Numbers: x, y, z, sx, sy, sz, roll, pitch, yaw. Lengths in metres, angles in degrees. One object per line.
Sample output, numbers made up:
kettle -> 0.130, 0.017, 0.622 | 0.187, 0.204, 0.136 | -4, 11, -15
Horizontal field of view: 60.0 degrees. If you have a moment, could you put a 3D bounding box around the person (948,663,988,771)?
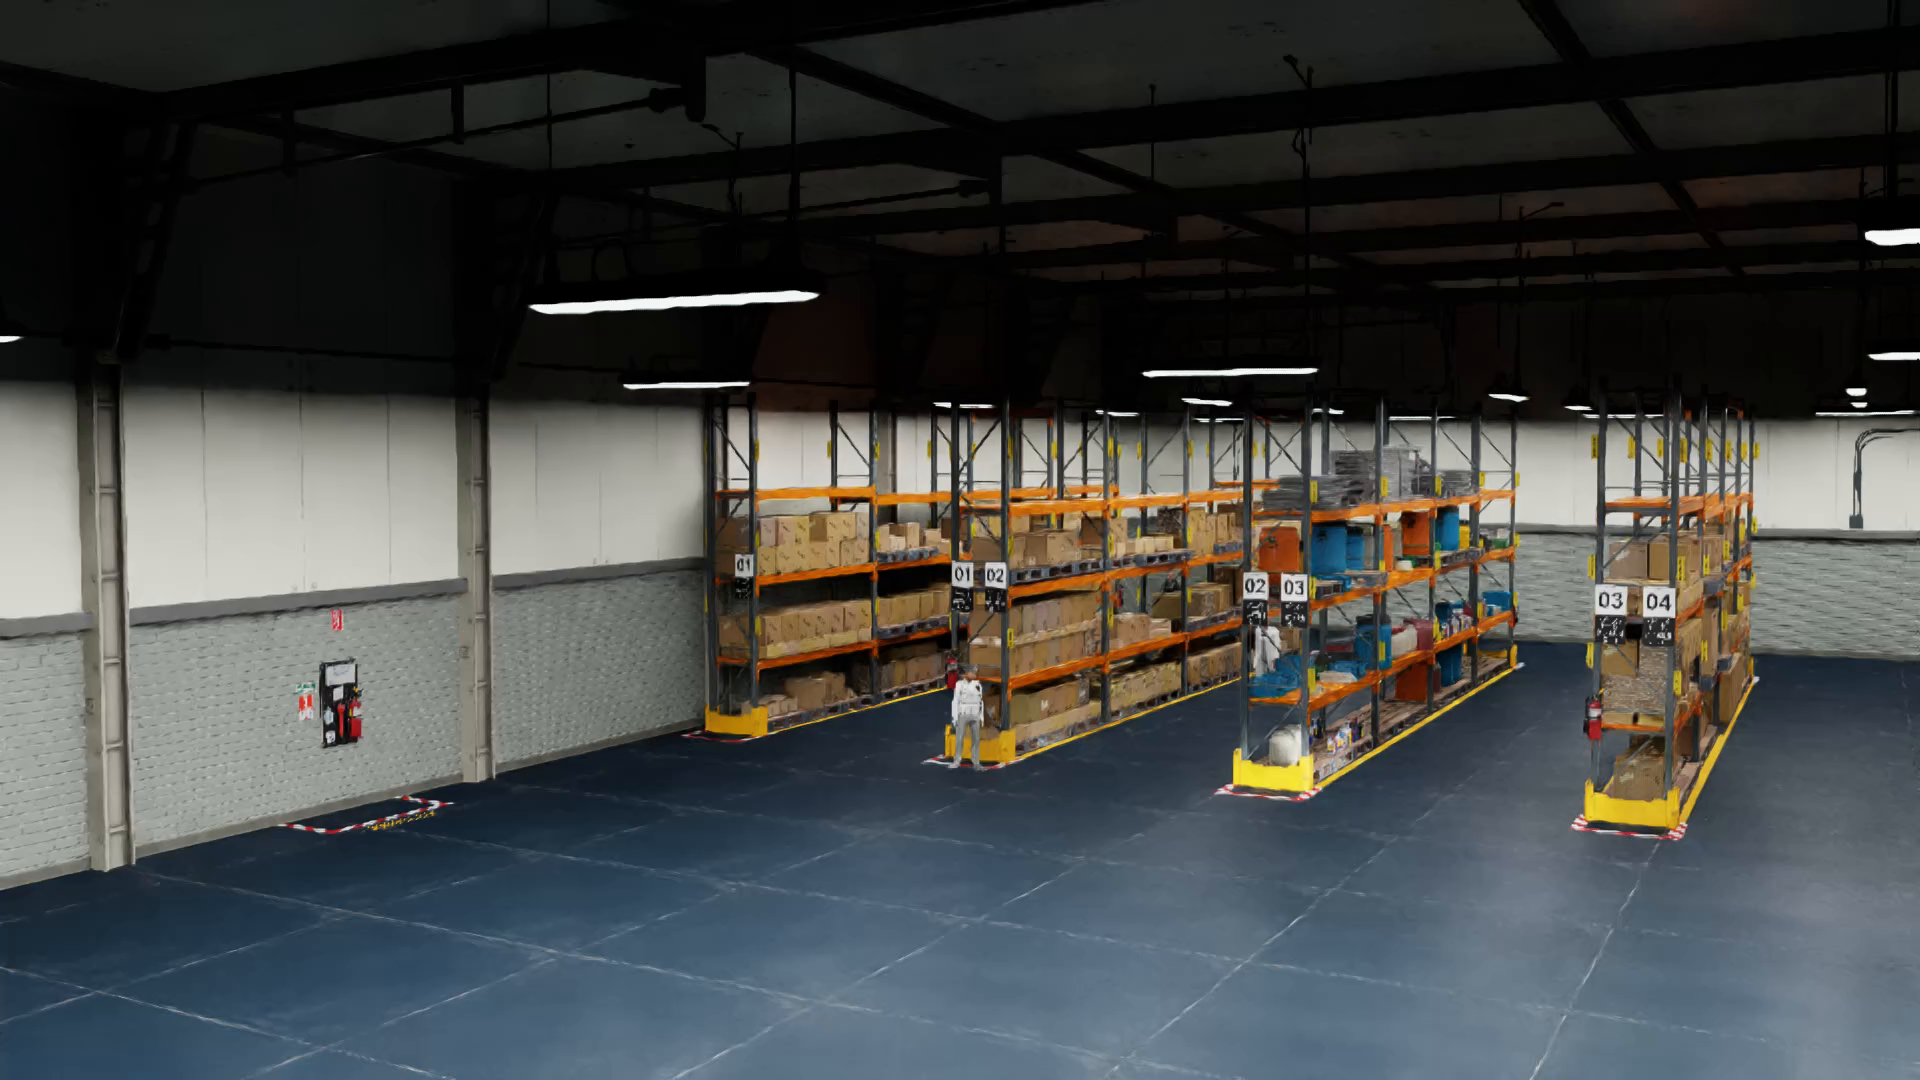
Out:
person -> 0.108, 2.762, 26.001 | 0.588, 1.687, 0.435 | -1, 3, -18

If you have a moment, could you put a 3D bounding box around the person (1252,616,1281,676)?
person -> 6.125, 2.340, 33.234 | 0.600, 1.725, 1.110 | 2, 3, 27

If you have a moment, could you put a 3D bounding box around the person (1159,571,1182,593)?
person -> 5.865, 1.684, 46.013 | 0.682, 1.657, 0.845 | 1, 3, 12

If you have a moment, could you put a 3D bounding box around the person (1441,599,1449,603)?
person -> 11.056, 2.147, 37.801 | 0.468, 1.618, 0.930 | 3, 4, 45
